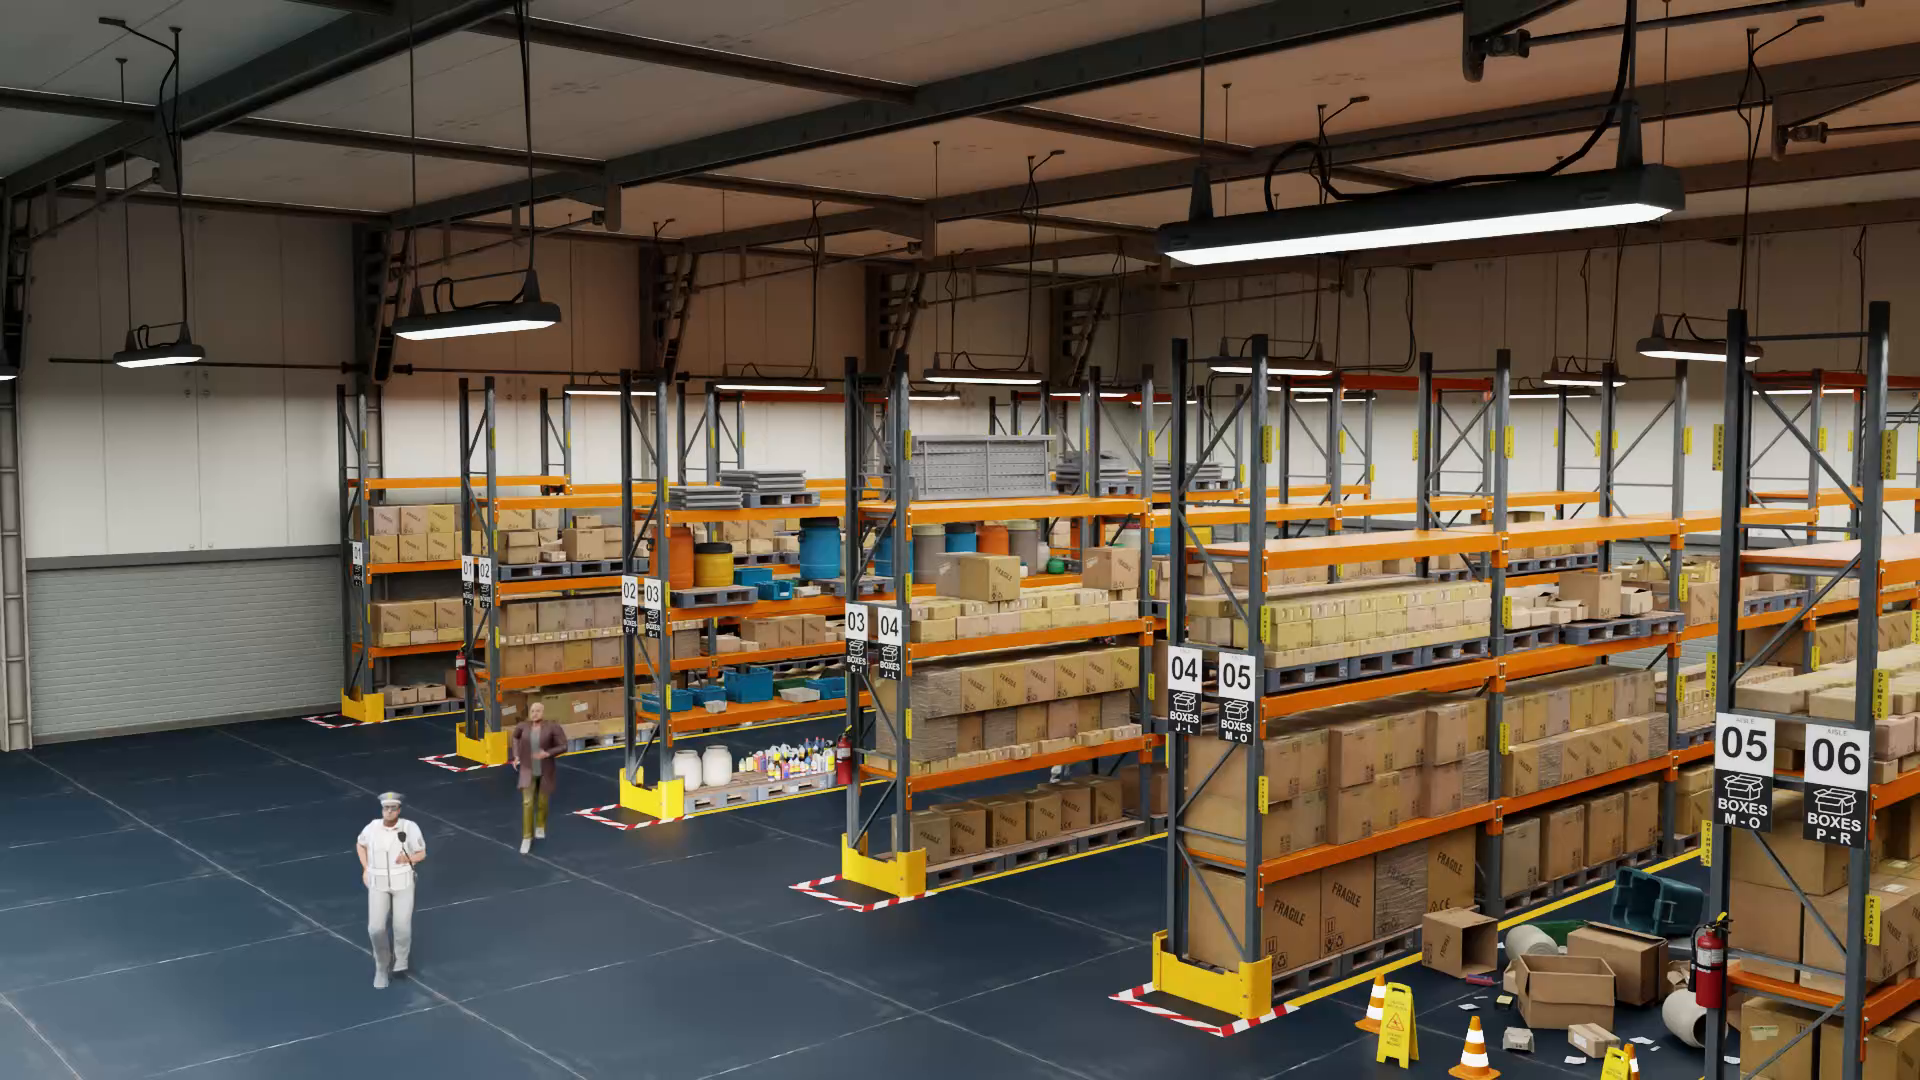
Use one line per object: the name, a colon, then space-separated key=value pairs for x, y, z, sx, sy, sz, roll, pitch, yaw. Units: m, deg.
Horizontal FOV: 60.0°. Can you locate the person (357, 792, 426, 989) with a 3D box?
person: x=-5.325 y=3.268 z=15.566 sx=0.637 sy=1.844 sz=0.725 roll=-1 pitch=4 yaw=-15

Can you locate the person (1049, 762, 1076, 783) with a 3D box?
person: x=1.463 y=2.710 z=24.050 sx=0.667 sy=1.756 sz=0.832 roll=3 pitch=5 yaw=41

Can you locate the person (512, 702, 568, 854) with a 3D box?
person: x=-5.234 y=2.922 z=20.711 sx=0.700 sy=1.839 sz=0.870 roll=-1 pitch=4 yaw=-9
